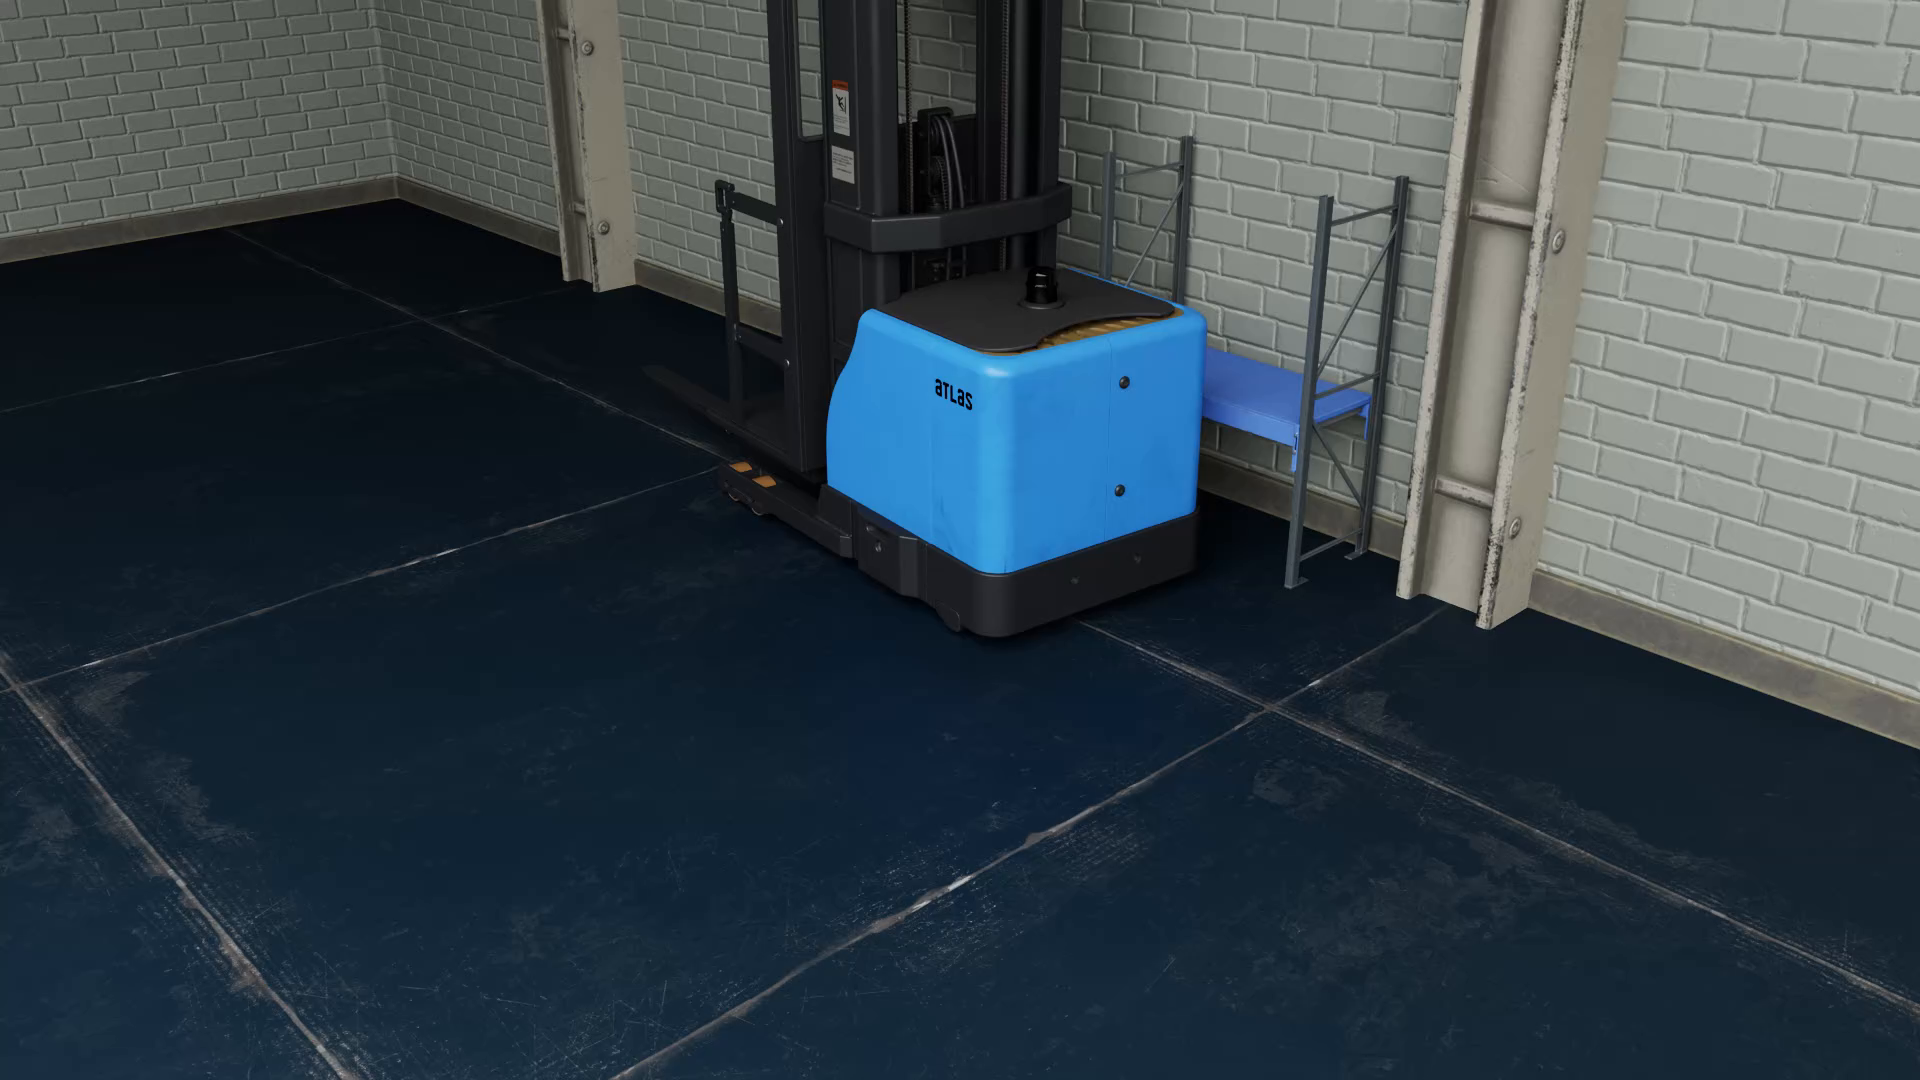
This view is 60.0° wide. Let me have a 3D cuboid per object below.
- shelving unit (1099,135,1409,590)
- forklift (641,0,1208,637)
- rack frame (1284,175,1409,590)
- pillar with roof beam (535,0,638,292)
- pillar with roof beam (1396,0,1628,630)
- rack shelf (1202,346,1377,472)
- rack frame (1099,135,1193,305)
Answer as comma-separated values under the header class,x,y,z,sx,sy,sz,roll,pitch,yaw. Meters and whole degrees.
class,x,y,z,sx,sy,sz,roll,pitch,yaw
shelving unit,1.090,-0.724,6.529,0.538,1.500,1.048,-21,32,-38
forklift,-0.375,-1.543,6.601,1.130,2.935,3.031,-17,30,-33
rack frame,1.433,-0.568,6.188,0.500,1.500,0.032,-21,32,-38
pillar with roof beam,-5.350,-4.467,5.700,9.100,9.000,0.400,-21,32,-38
pillar with roof beam,-1.249,-2.649,1.715,9.100,9.000,0.400,-21,32,-38
rack shelf,1.090,-0.560,6.604,0.538,0.185,1.000,-21,32,-38
rack frame,0.746,-0.879,6.870,0.500,1.500,0.032,-21,32,-38
